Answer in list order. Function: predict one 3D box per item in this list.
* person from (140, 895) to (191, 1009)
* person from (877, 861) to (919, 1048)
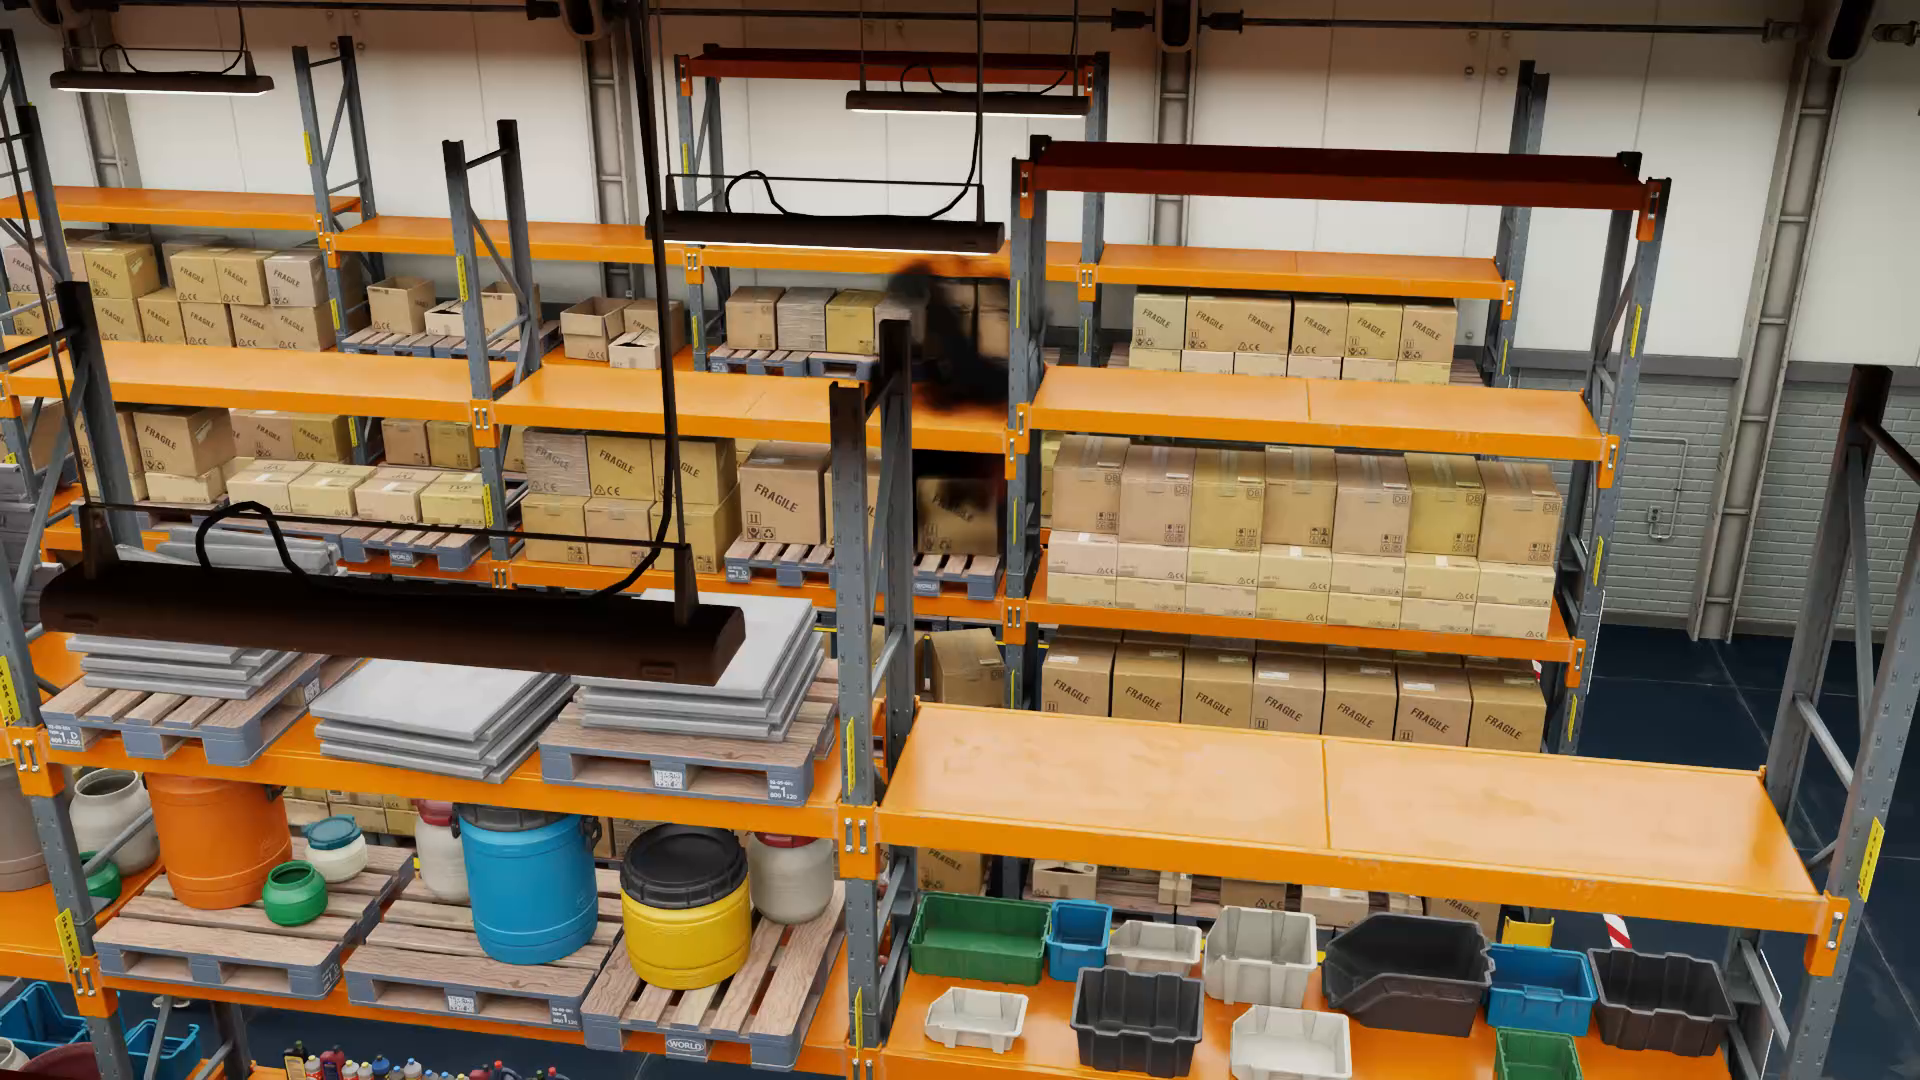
[{"bbox_3d":[-5.565,2.723,11.942,0.768,1.564,0.547,1,23,3],"label":"person"},{"bbox_3d":[-0.424,2.908,11.386,0.757,1.662,0.585,0,23,-1],"label":"person"}]
